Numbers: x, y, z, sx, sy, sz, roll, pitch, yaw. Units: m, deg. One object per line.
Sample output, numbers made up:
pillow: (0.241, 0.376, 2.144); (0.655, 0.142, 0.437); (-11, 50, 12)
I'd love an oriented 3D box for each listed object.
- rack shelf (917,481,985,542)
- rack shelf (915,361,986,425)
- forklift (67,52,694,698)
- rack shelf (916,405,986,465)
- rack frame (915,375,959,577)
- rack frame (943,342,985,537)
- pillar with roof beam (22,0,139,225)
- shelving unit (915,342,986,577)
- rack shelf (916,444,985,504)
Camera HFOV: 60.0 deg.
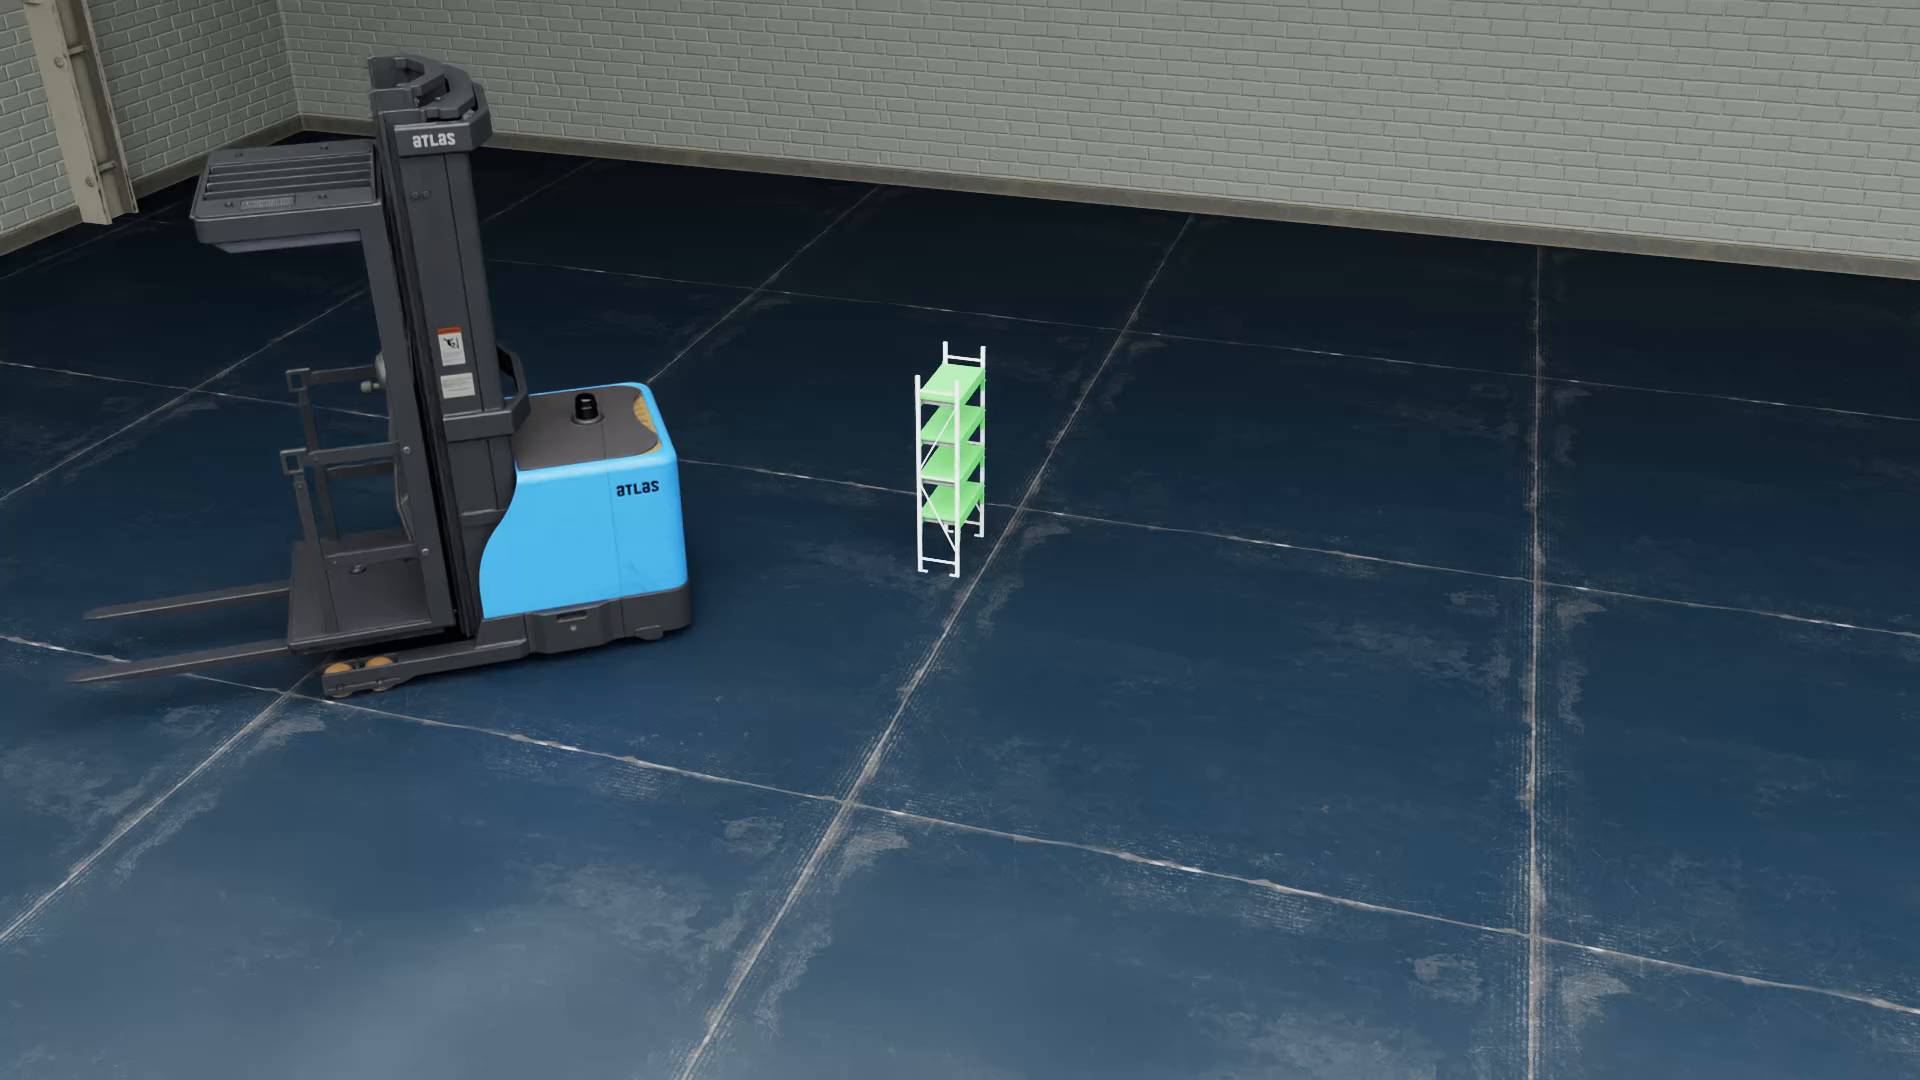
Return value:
rack shelf: (-0.049, -0.182, 9.468); (0.258, 0.148, 0.480); (8, 30, 15)
rack shelf: (-0.049, -0.811, 9.118); (0.258, 0.148, 0.480); (8, 30, 15)
forklift: (-2.991, -0.780, 8.137); (3.031, 2.935, 1.130); (-9, 30, -16)
rack shelf: (-0.049, -0.601, 9.234); (0.258, 0.148, 0.480); (8, 30, 15)
rack frame: (-0.120, -0.334, 9.116); (0.240, 1.200, 0.015); (8, 30, 15)
rack frame: (0.023, -0.561, 9.524); (0.240, 1.200, 0.015); (8, 30, 15)
pillar with roof beam: (-3.550, -6.236, 11.703); (9.100, 9.000, 0.400); (8, 30, 15)
shelving unit: (-0.049, -0.447, 9.320); (0.258, 1.200, 0.503); (8, 30, 15)
rack shelf: (-0.049, -0.392, 9.351); (0.258, 0.148, 0.480); (8, 30, 15)
